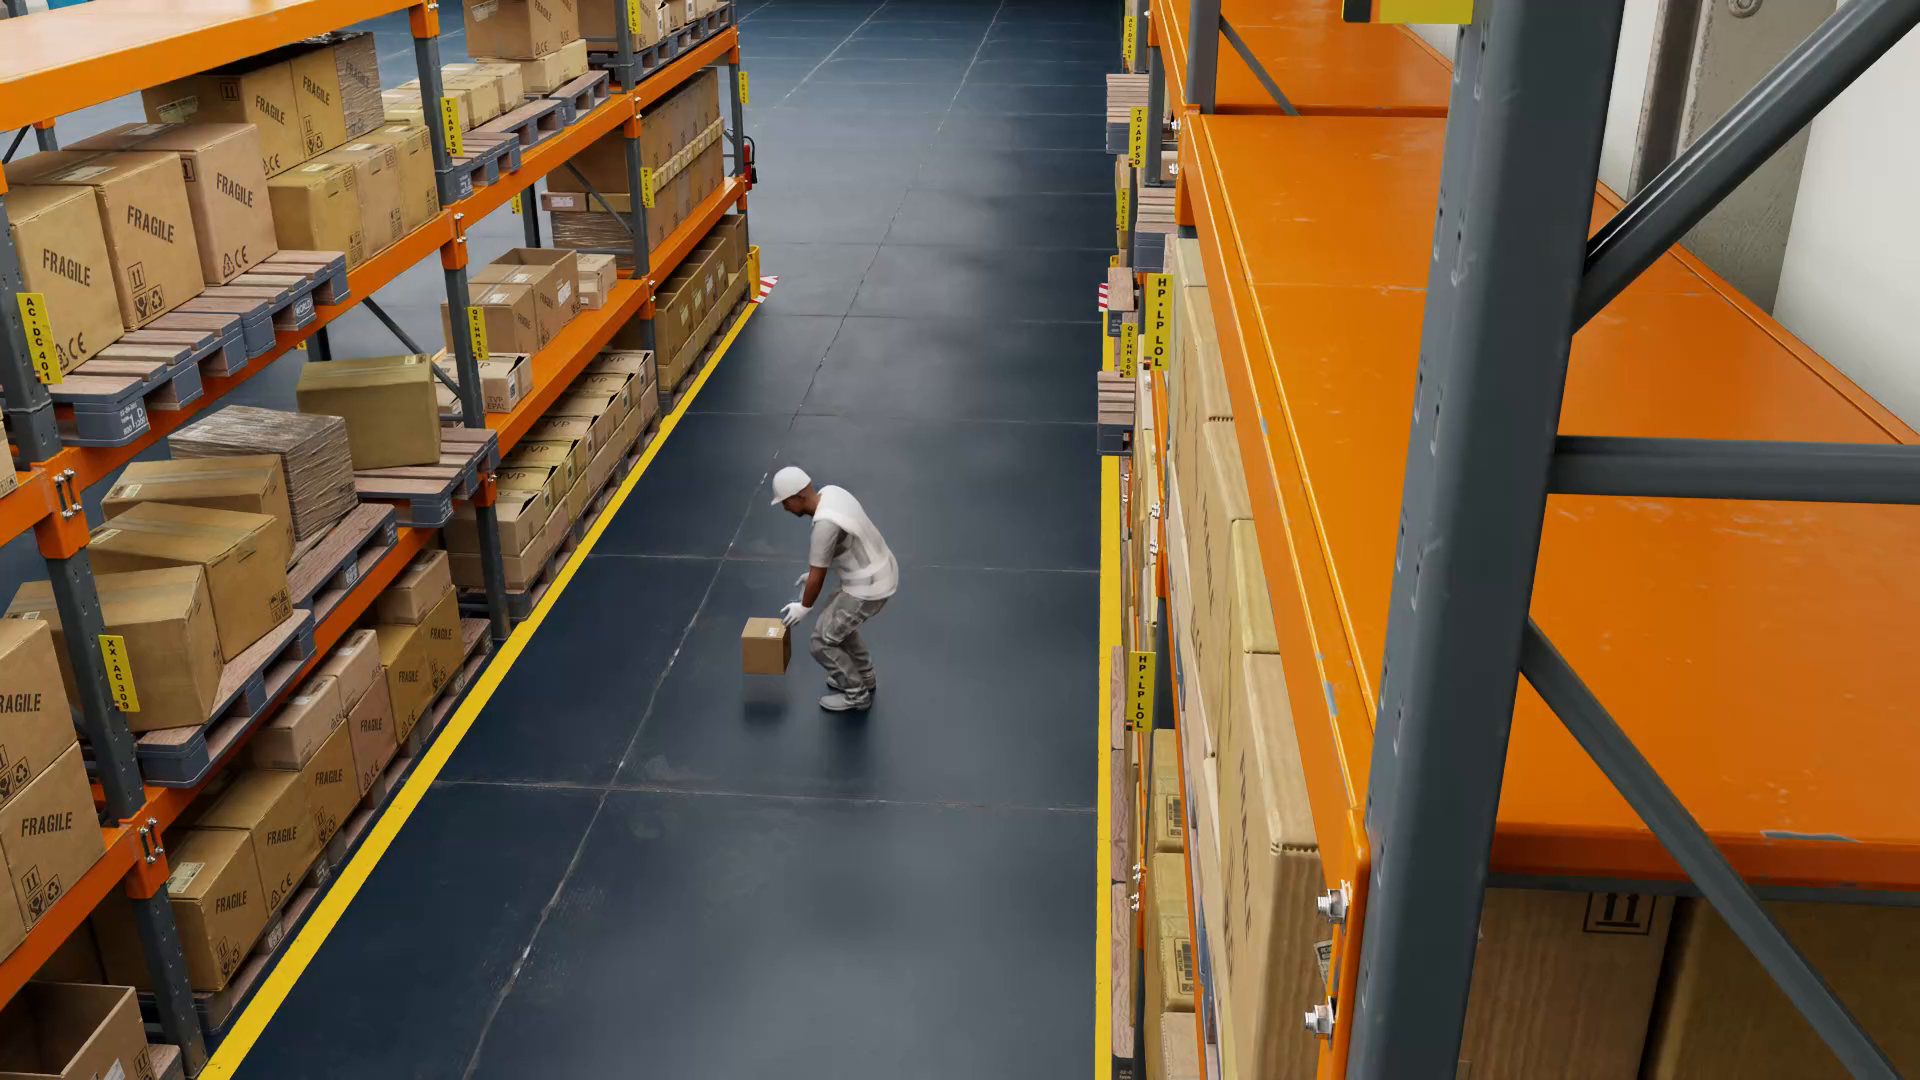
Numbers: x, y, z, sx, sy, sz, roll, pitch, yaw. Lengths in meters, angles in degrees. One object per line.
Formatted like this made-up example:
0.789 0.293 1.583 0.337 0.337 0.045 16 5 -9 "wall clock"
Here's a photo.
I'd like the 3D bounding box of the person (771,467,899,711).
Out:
-0.720 0.278 9.720 0.717 1.498 0.606 2 24 4 "person"
